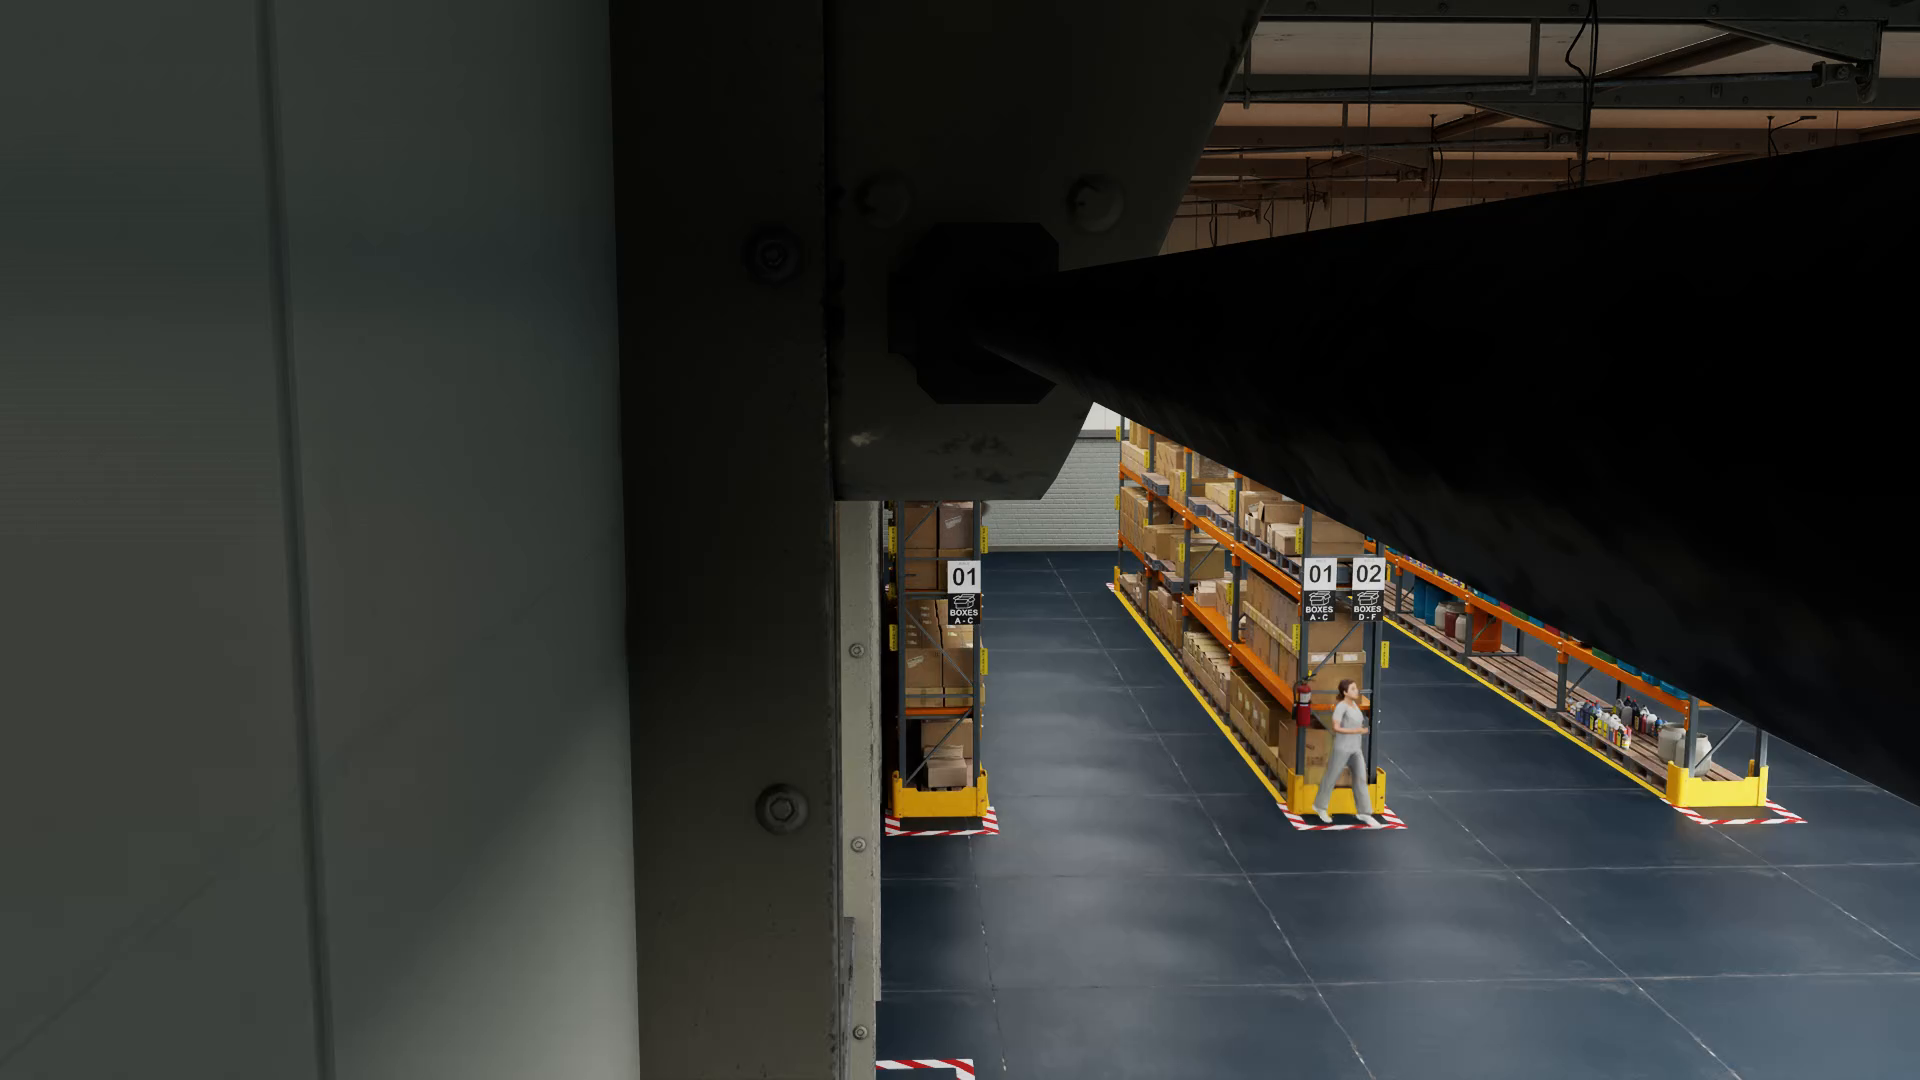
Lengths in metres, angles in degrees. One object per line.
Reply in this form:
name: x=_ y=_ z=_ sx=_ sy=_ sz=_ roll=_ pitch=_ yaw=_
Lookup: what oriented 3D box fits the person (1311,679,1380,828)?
person: x=4.488 y=2.454 z=19.233 sx=0.815 sy=1.714 sz=0.575 roll=7 pitch=11 yaw=41
